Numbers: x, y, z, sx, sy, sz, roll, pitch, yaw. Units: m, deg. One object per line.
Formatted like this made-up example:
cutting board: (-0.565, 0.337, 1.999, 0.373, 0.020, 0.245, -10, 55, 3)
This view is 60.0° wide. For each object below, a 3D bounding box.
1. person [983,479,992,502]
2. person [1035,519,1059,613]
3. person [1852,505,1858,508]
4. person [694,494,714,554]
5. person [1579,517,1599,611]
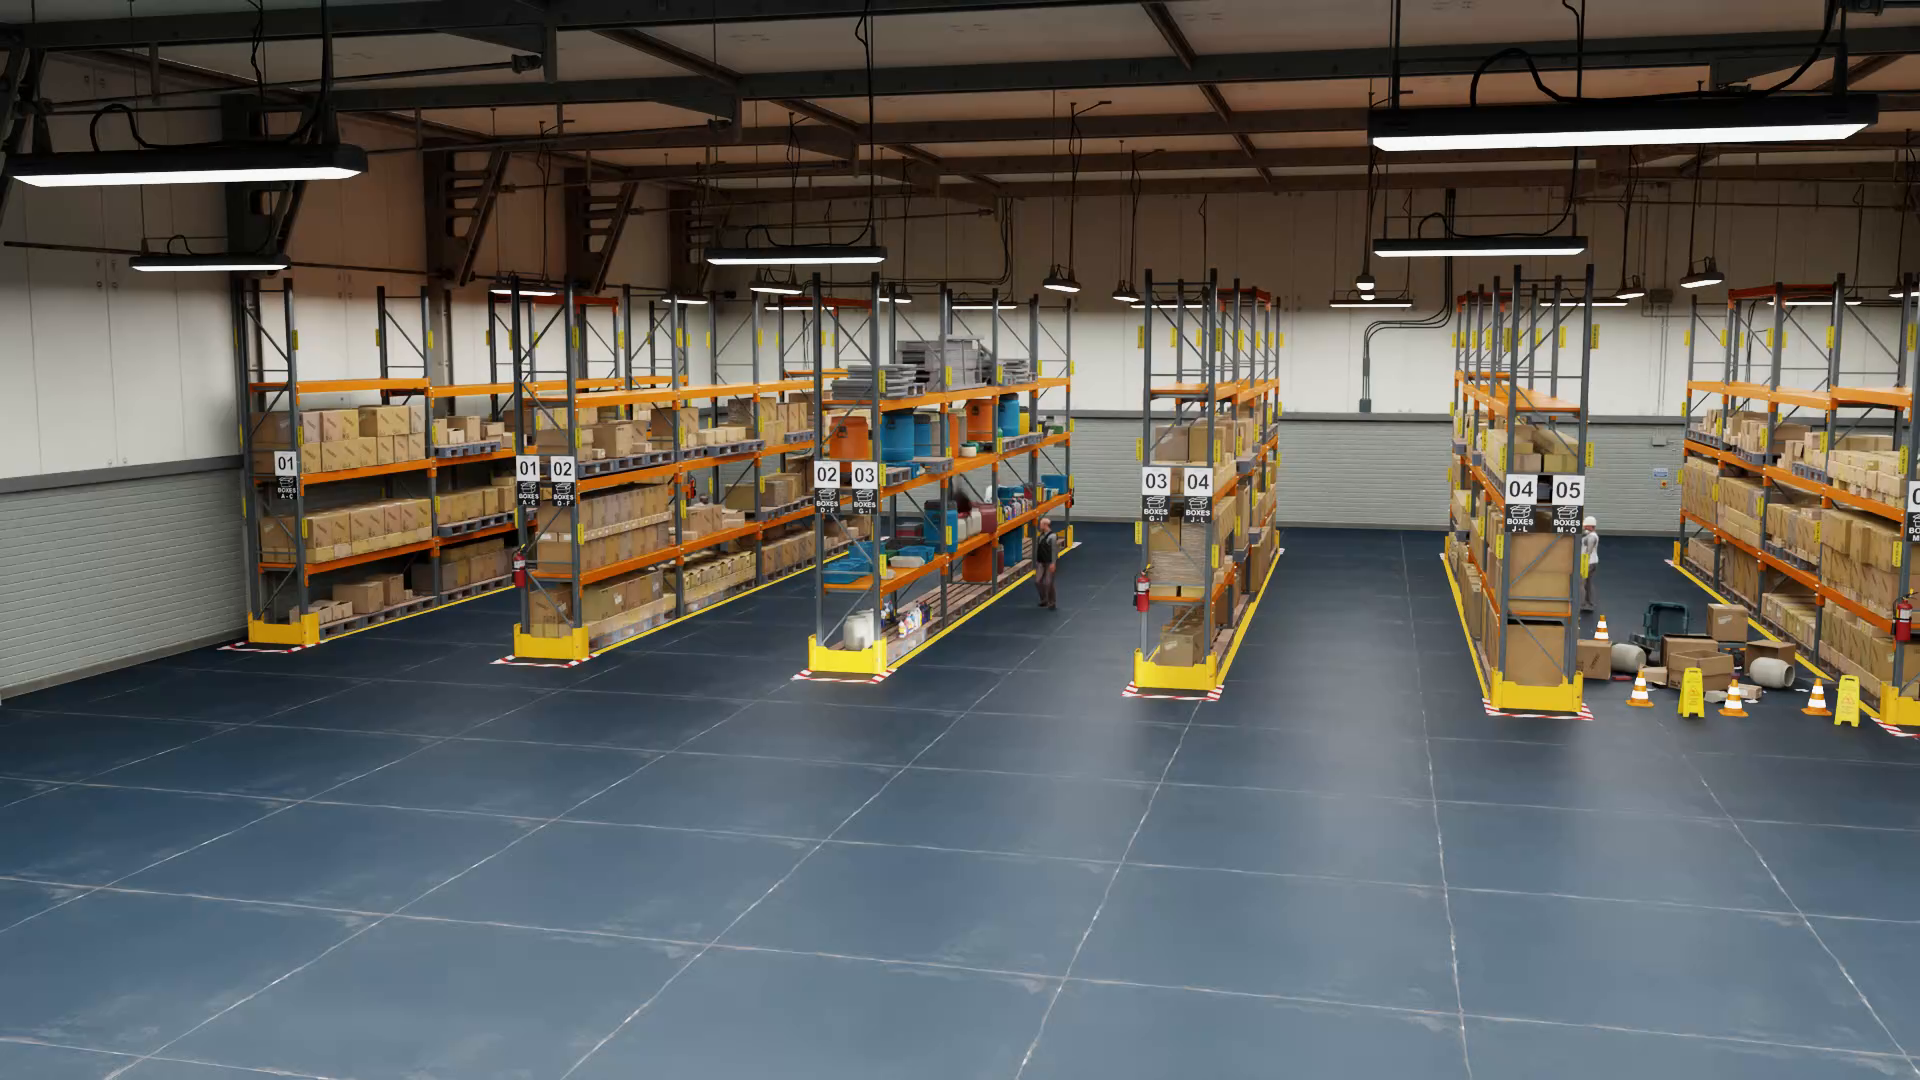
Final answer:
person: (0.838, -0.635, 39.865, 0.692, 1.753, 0.521, 6, 9, 41)
person: (1.577, 0.483, 30.895, 0.585, 1.756, 0.537, 6, 9, 40)
person: (18.133, 0.113, 33.634, 0.391, 1.761, 0.684, 4, 8, 33)
person: (-5.722, -0.207, 36.559, 0.609, 1.632, 0.961, 2, 7, 16)
person: (11.575, 0.452, 30.792, 0.700, 1.771, 0.429, -6, 9, -42)
